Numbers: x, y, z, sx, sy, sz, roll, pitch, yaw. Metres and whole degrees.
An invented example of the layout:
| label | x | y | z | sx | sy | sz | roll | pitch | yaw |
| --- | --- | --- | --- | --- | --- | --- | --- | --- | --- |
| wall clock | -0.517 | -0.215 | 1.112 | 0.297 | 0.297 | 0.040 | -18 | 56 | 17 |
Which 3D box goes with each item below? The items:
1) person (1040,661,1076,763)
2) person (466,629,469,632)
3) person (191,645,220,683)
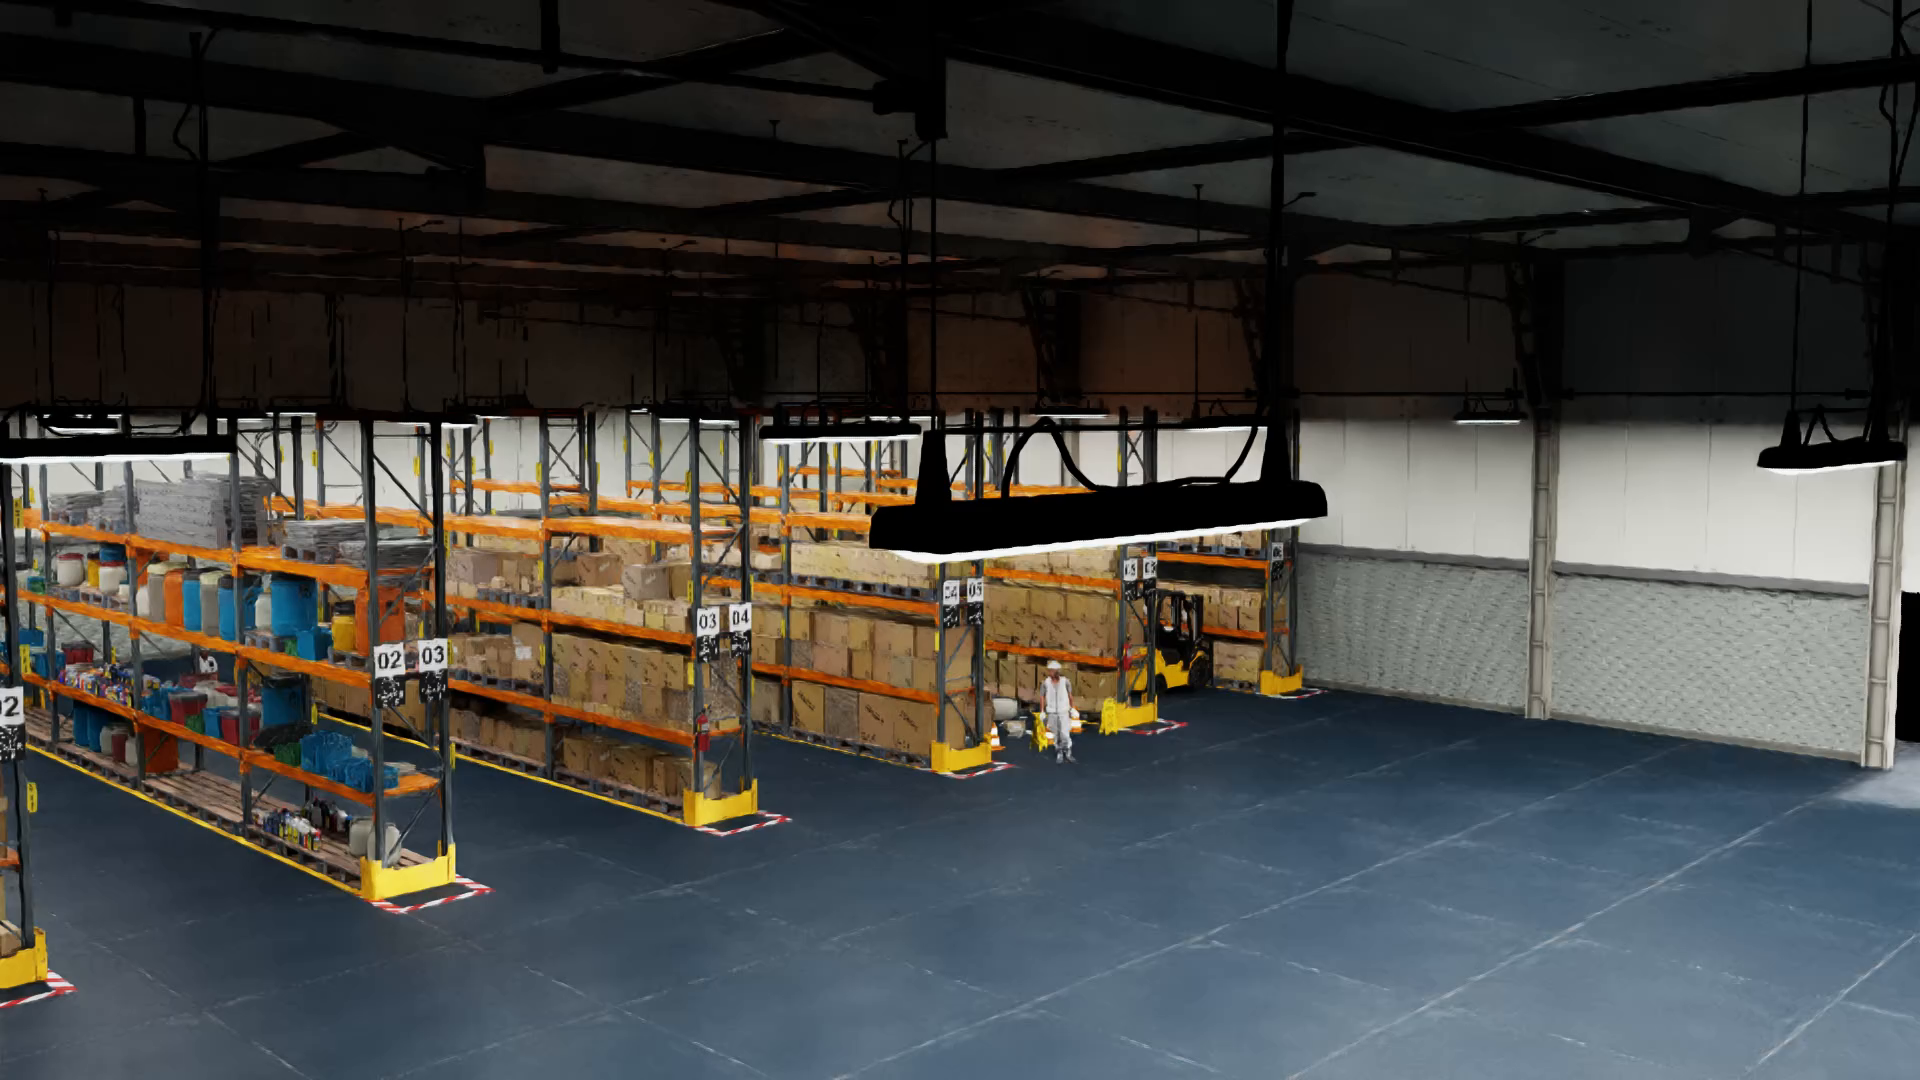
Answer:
| label | x | y | z | sx | sy | sz | roll | pitch | yaw |
| --- | --- | --- | --- | --- | --- | --- | --- | --- | --- |
| person | 1.673 | 2.929 | 28.265 | 0.634 | 1.776 | 0.474 | 1 | 5 | 10 |
| person | -9.893 | 2.583 | 33.406 | 0.507 | 1.600 | 0.598 | 5 | 7 | 42 |
| person | -14.201 | 2.742 | 31.301 | 0.998 | 1.625 | 0.463 | 5 | 7 | 43 |
